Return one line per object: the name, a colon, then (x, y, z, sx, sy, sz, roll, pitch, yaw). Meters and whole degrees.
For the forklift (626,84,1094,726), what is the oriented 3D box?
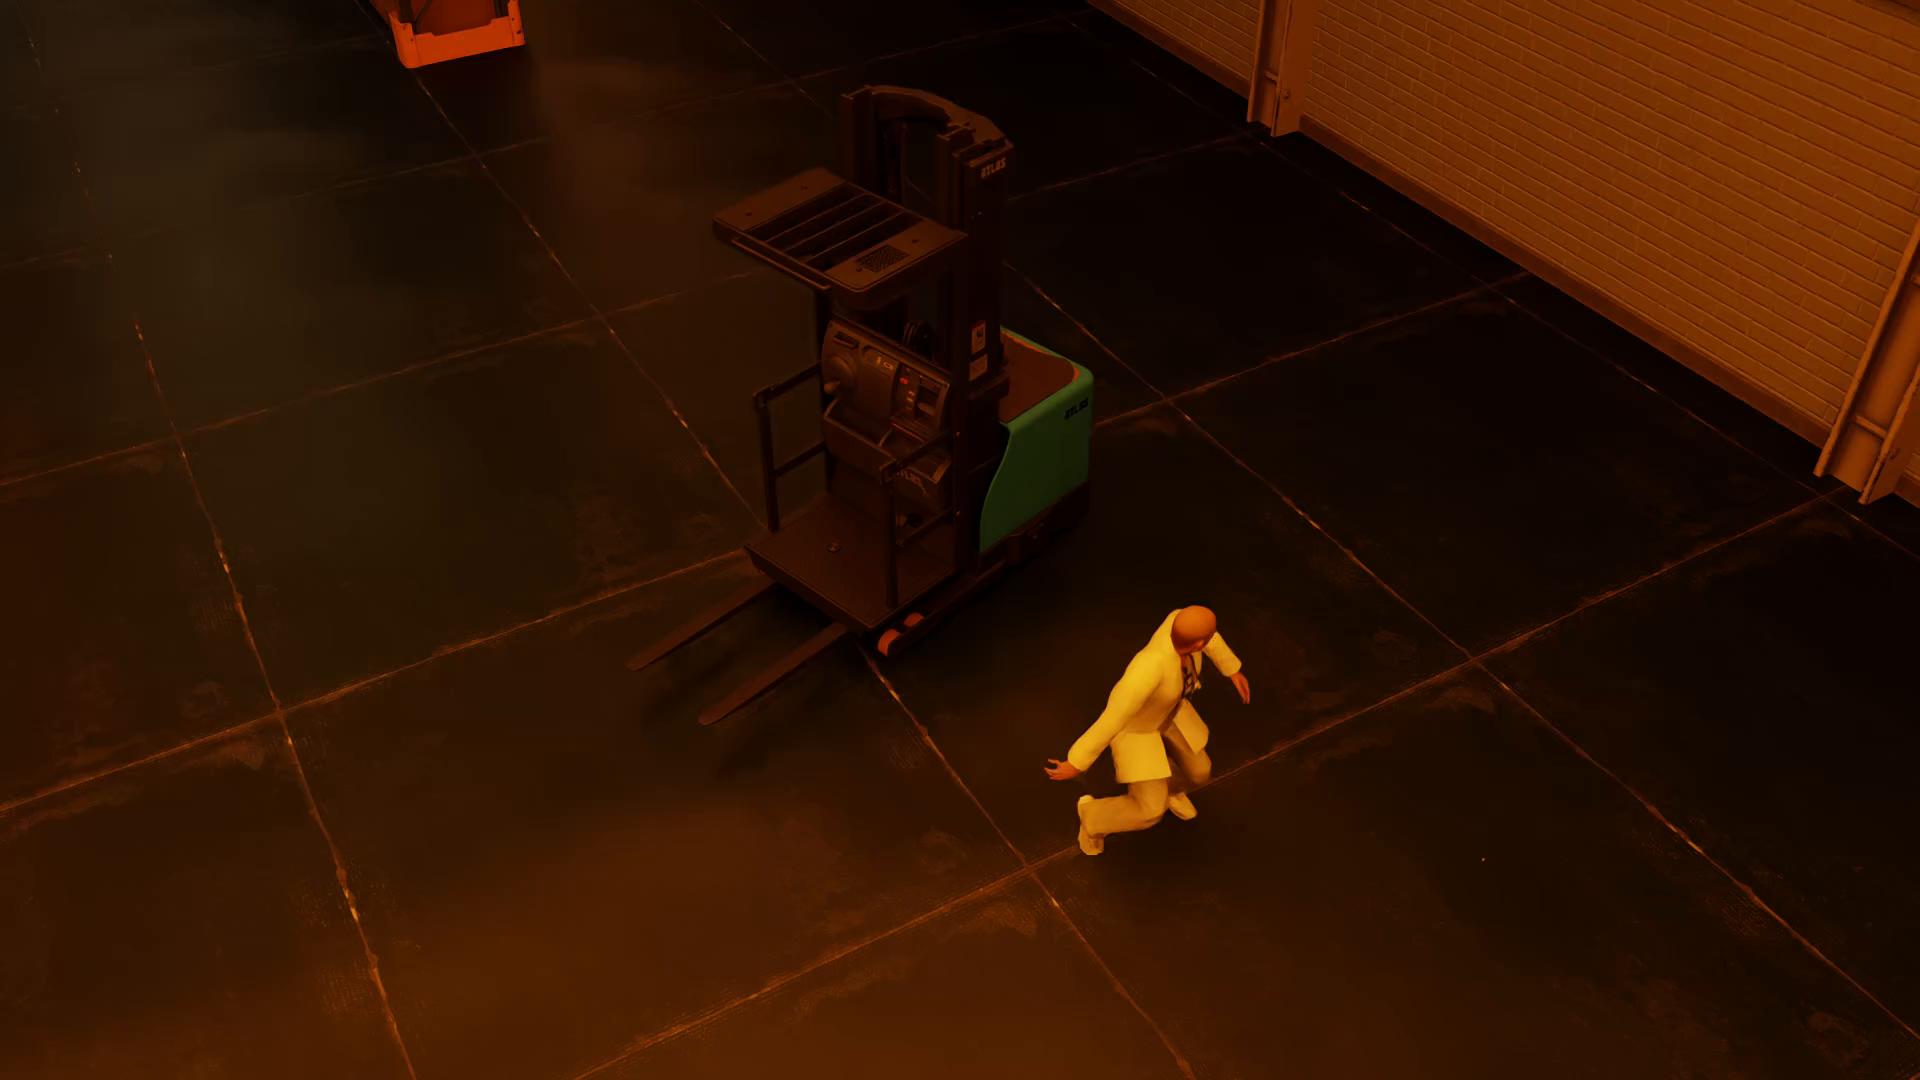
forklift: (-0.560, -0.823, 9.028, 1.130, 2.935, 3.031, 31, 49, 32)

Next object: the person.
person: (0.914, 0.936, 8.017, 0.513, 1.670, 1.057, 32, 49, 32)
